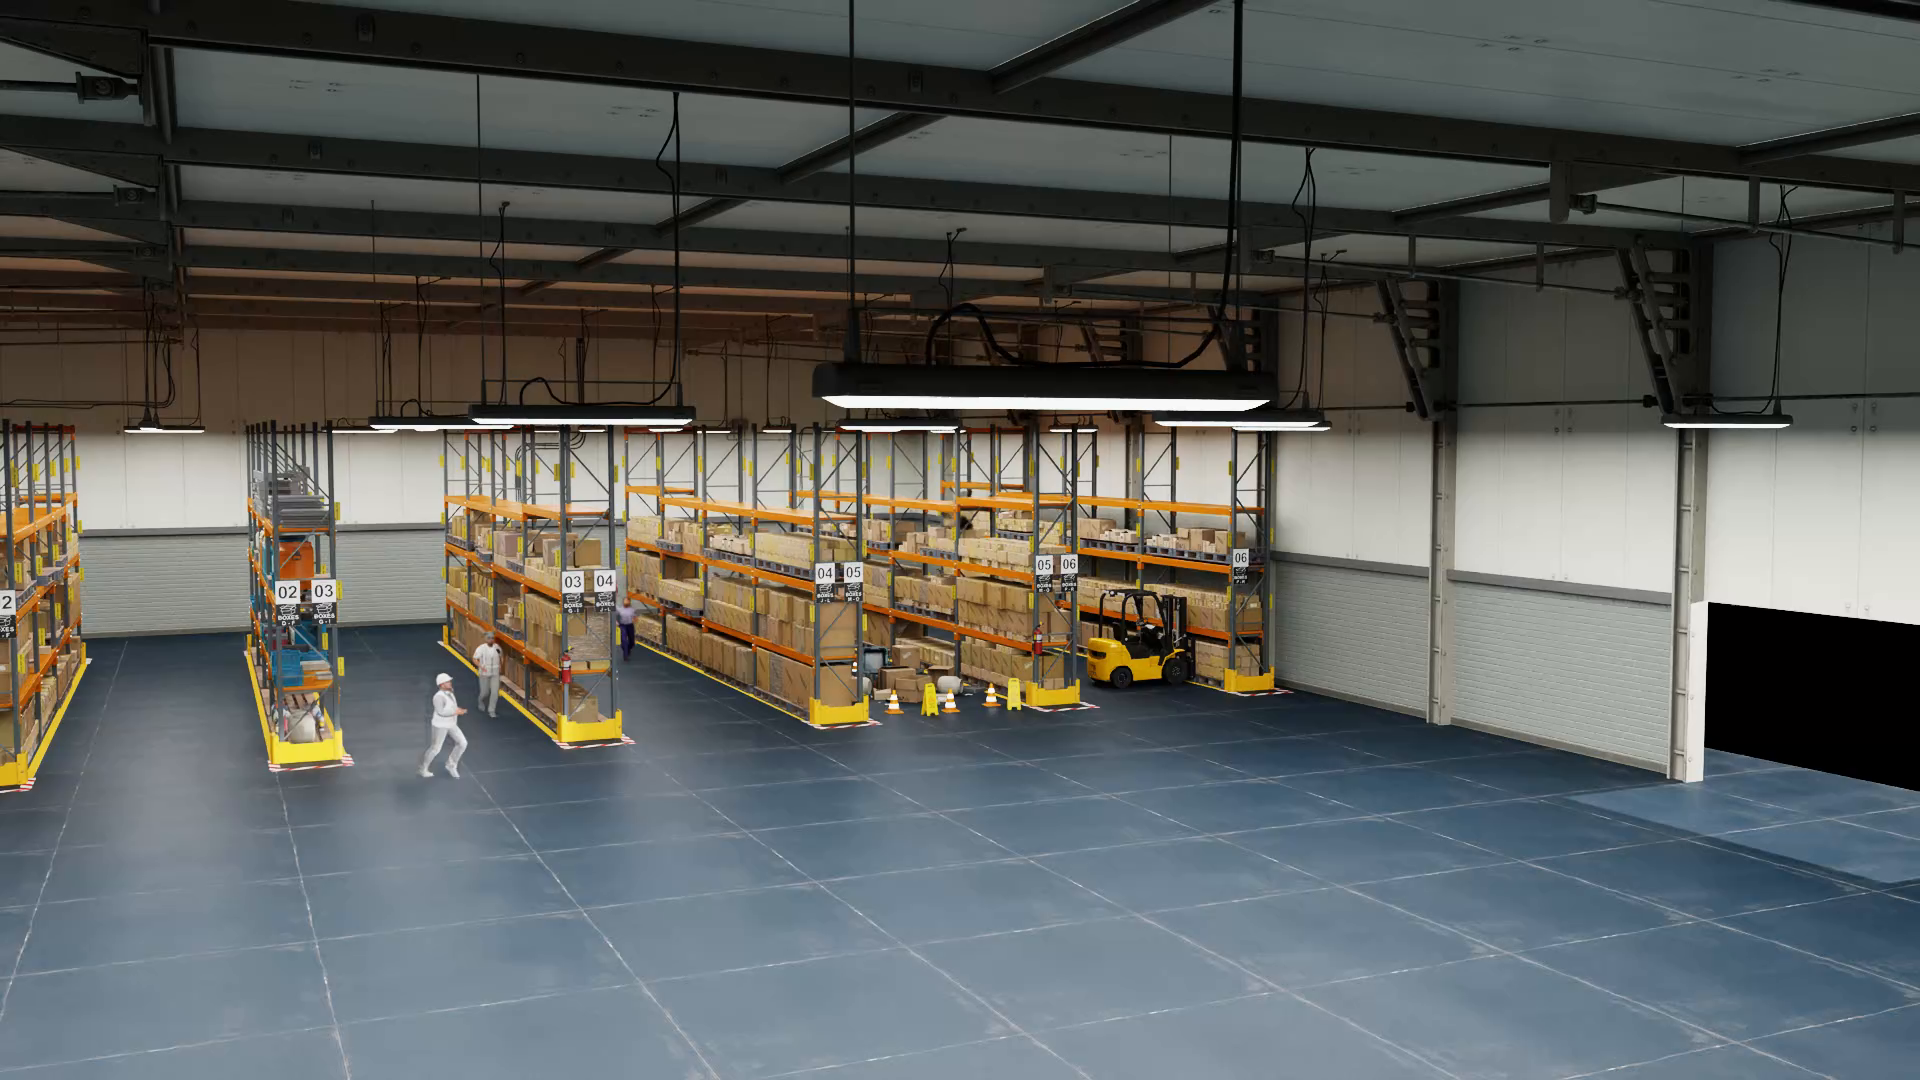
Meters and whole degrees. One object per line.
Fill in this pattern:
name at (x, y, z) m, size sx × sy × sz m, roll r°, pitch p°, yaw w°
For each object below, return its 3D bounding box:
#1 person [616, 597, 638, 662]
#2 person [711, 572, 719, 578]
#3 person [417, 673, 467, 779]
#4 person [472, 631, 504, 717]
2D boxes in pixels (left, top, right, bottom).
person at (-8.521, 2.265, 42.423) m, size 0.620 × 1.611 × 0.803 m, roll -1°, pitch 4°, yaw -22°
person at (-7.387, 1.775, 50.131) m, size 0.530 × 1.638 × 0.590 m, roll -2°, pitch 4°, yaw -23°
person at (-8.592, 3.105, 27.705) m, size 0.874 × 1.788 × 0.662 m, roll 1°, pitch 4°, yaw 11°
person at (-9.621, 2.717, 34.003) m, size 0.660 × 1.755 × 0.772 m, roll -2°, pitch 4°, yaw -32°
